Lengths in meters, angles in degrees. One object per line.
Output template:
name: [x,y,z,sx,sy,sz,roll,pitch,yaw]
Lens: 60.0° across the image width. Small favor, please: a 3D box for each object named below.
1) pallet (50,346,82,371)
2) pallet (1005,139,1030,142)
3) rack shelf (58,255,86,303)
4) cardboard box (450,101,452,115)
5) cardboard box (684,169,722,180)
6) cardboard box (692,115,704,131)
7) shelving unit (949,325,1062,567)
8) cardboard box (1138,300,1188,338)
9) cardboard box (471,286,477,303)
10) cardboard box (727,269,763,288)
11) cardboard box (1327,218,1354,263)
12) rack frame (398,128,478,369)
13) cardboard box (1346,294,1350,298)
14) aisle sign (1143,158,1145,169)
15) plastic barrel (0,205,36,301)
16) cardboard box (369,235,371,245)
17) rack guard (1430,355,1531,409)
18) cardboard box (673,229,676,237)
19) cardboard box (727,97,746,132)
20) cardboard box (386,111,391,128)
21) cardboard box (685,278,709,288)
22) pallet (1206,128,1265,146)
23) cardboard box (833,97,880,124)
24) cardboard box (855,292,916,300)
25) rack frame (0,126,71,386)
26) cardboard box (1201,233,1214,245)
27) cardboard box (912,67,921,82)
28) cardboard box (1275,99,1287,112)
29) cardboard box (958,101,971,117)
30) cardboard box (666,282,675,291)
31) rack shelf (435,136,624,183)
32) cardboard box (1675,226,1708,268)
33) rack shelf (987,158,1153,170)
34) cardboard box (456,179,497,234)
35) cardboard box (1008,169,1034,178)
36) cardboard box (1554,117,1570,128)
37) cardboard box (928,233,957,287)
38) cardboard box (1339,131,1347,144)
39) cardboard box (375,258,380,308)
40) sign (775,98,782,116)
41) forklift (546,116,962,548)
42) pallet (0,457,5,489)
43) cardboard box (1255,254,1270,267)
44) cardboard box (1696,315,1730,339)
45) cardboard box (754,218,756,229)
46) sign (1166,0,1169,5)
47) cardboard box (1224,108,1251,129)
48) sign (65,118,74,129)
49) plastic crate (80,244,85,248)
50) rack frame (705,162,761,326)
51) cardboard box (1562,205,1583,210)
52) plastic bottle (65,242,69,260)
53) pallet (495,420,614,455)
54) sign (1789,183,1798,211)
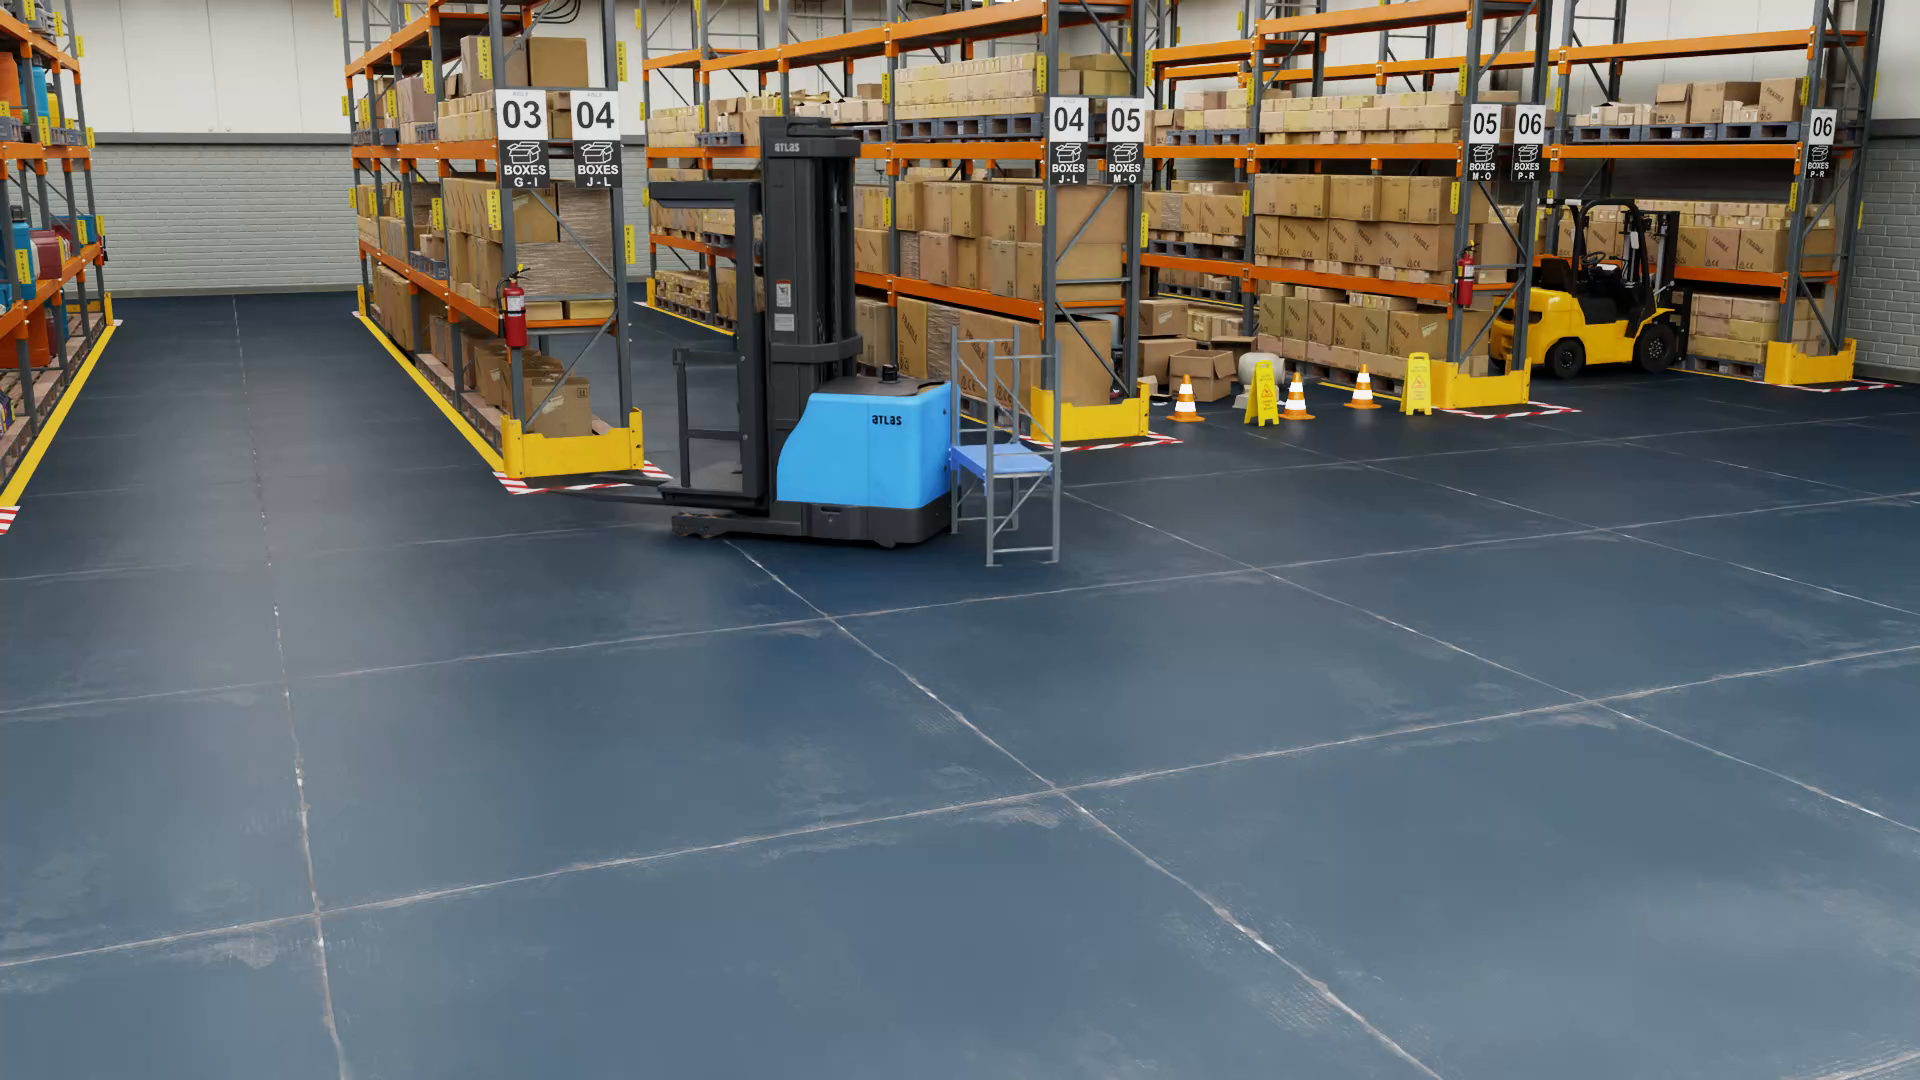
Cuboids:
pallet: [-11.909,-2.311,21.387,1.003,0.211,1.213,-6,14,-23]
pallet: [1.358,-6.611,27.553,0.805,0.209,1.217,-6,14,-25]
rack shelf: [-11.871,-3.321,21.164,1.077,0.370,4.000,-6,14,-23]
cardboard box: [-4.823,-4.260,16.420,0.380,0.149,0.250,-6,14,-23]
cardboard box: [-4.197,-5.819,27.262,0.500,0.500,0.500,-6,14,-25]
cardboard box: [-3.967,-6.664,26.582,0.500,0.250,0.500,-6,14,-26]
shelving unit: [0.300,-0.676,11.466,0.538,1.500,1.048,-3,13,-13]
cardboard box: [2.532,-2.759,21.002,0.500,0.500,0.500,-6,14,-23]
cardboard box: [-4.506,-2.377,16.045,0.380,0.149,0.250,-6,14,-23]
cardboard box: [-3.280,-4.025,25.559,0.500,0.250,0.500,-5,14,-21]
cardboard box: [4.704,-3.543,19.645,0.500,0.500,0.500,-5,14,-22]
rack frame: [-6.532,-3.706,21.230,1.000,3.000,0.127,-6,14,-23]
cardboard box: [4.839,-2.802,20.828,0.500,0.500,0.500,-5,14,-22]
aisle sign: [3.594,-7.957,33.833,0.394,0.787,0.004,-6,14,-23]
plastic barrel: [-9.345,-2.784,16.133,0.600,0.901,0.708,-6,14,-23]
cardboard box: [-9.072,-4.709,26.121,0.380,0.149,0.250,-6,14,-24]
rack guard: [5.722,-1.746,18.306,1.175,0.500,0.348,-6,14,-23]
cardboard box: [-4.735,-5.305,28.695,0.380,0.149,0.250,-6,14,-24]
cardboard box: [-3.051,-6.345,24.819,0.797,0.503,0.637,-6,14,-24]
cardboard box: [-7.777,-5.920,23.411,0.500,0.311,0.500,-6,14,-25]
cardboard box: [-4.401,-4.323,27.969,0.380,0.149,0.250,-6,14,-26]
pallet: [4.001,-5.282,21.803,1.213,0.211,1.003,-6,14,-23]
cardboard box: [-1.248,-5.320,20.597,0.500,0.311,0.500,-6,14,-25]
cardboard box: [-1.059,-2.735,21.093,1.050,0.750,0.750,-6,14,-23]
rack frame: [-11.070,-3.259,19.297,1.000,3.000,0.127,-6,14,-23]
cardboard box: [3.466,-4.044,22.318,0.380,0.149,0.250,-6,14,-24]
cardboard box: [-0.306,-5.077,18.136,0.380,0.149,0.250,-6,14,-23]
cardboard box: [4.108,-5.357,20.498,0.380,0.149,0.250,-5,14,-21]
cardboard box: [0.204,-4.426,17.092,0.380,0.149,0.250,-5,14,-22]
cardboard box: [-4.936,-4.448,29.168,0.380,0.149,0.250,-5,14,-21]
rack shelf: [-4.129,-3.577,15.617,1.077,0.370,4.000,-6,14,-23]
cardboard box: [9.457,-3.738,21.146,0.500,0.500,0.500,-6,14,-24]
rack shelf: [1.747,-6.125,26.626,1.077,0.370,4.000,-6,14,-23]
cardboard box: [-4.581,-3.238,16.109,0.500,0.500,0.500,-6,14,-23]
cardboard box: [1.057,-6.368,28.854,0.380,0.149,0.250,-6,14,-24]
cardboard box: [8.537,-6.009,23.933,0.380,0.149,0.250,-6,14,-23]
cardboard box: [0.164,-3.071,18.153,0.875,0.550,0.550,-6,14,-23]
cardboard box: [4.669,-4.708,19.464,0.380,0.149,0.250,-6,14,-23]
cardboard box: [-9.042,-4.215,27.211,0.875,0.875,0.875,-6,14,-23]
sign: [-2.445,-5.798,22.469,0.100,0.325,0.005,-6,14,-23]
forklift: [-1.562,-1.546,12.050,3.031,2.935,1.130,4,14,17]
pallet: [-8.260,-0.427,13.247,1.003,0.211,1.213,-6,14,-23]
cardboard box: [3.983,-3.558,21.149,0.380,0.149,0.250,-6,14,-23]
cardboard box: [9.627,-2.683,20.868,0.500,0.250,0.500,-6,14,-24]
cardboard box: [-2.778,-4.530,23.758,0.380,0.149,0.250,-5,14,-22]
sign: [3.041,-8.069,24.528,0.100,0.325,0.005,-6,14,-23]
cardboard box: [3.784,-5.475,21.623,0.500,0.250,0.500,-6,14,-24]
sign: [-12.168,-5.600,22.742,0.100,0.325,0.005,-6,14,-23]
plastic crate: [-13.217,-4.458,24.718,0.416,0.233,0.300,-6,14,-23]
rack frame: [-3.549,-4.960,26.646,1.000,3.000,0.127,-6,14,-23]
cardboard box: [8.553,-4.641,22.949,0.380,0.149,0.250,-5,14,-22]
plastic bottle: [-12.072,-3.897,22.330,0.152,0.276,0.135,-6,14,-23]
pallet: [-3.651,-0.881,15.210,1.003,0.211,1.213,-6,14,-23]
sign: [9.797,-4.031,19.540,0.100,0.325,0.005,-6,14,-23]
